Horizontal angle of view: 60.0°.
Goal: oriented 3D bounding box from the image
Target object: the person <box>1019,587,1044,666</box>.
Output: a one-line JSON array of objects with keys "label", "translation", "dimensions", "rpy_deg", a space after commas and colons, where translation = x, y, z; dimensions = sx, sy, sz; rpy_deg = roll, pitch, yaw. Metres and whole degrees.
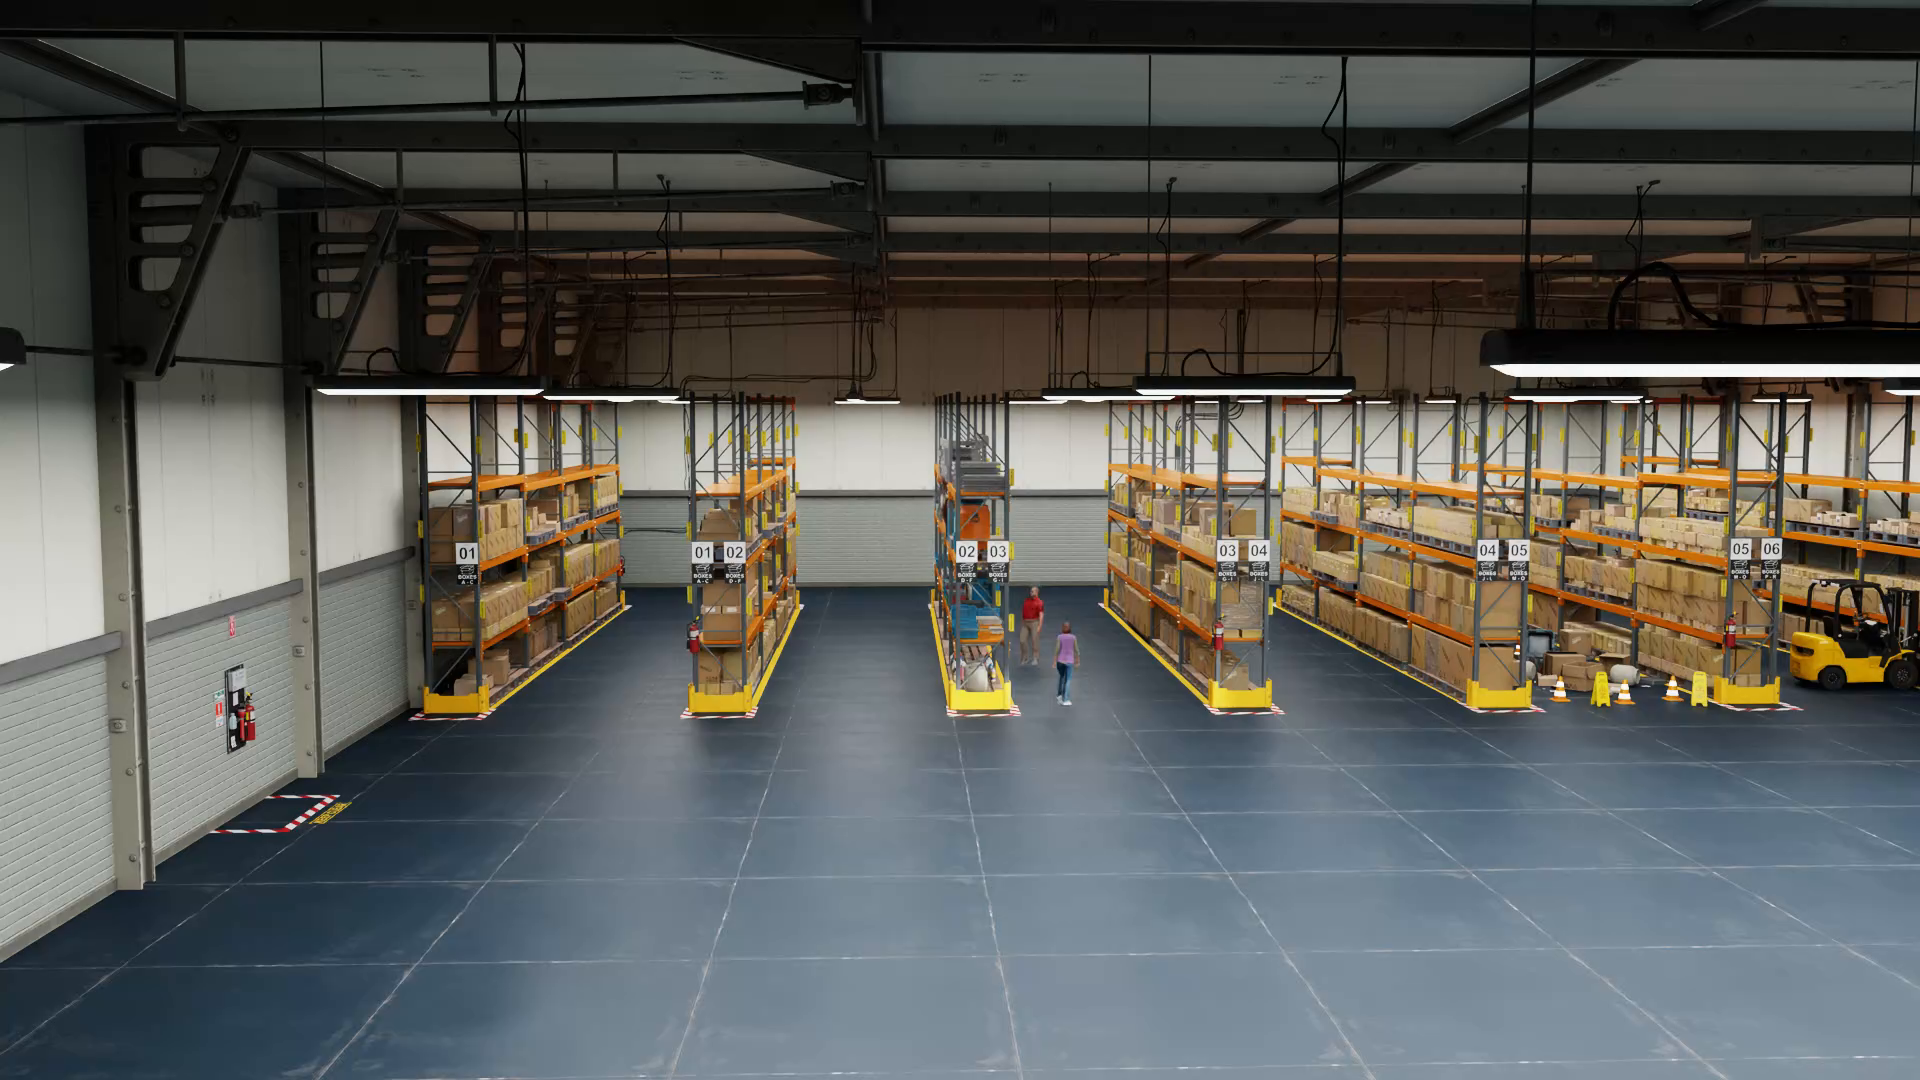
[{"label": "person", "translation": [1.588, 1.932, 36.844], "dimensions": [0.586, 1.793, 0.413], "rpy_deg": [2, 5, 27]}]

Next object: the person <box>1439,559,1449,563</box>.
[{"label": "person", "translation": [13.105, 1.294, 45.092], "dimensions": [0.337, 1.666, 0.534], "rpy_deg": [3, 5, 29]}]

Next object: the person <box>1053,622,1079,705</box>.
[{"label": "person", "translation": [2.058, 2.371, 31.889], "dimensions": [0.419, 1.620, 0.509], "rpy_deg": [3, 5, 31]}]

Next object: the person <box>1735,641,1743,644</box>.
[{"label": "person", "translation": [17.891, 1.802, 38.408], "dimensions": [0.580, 1.766, 0.623], "rpy_deg": [4, 6, 38]}]
